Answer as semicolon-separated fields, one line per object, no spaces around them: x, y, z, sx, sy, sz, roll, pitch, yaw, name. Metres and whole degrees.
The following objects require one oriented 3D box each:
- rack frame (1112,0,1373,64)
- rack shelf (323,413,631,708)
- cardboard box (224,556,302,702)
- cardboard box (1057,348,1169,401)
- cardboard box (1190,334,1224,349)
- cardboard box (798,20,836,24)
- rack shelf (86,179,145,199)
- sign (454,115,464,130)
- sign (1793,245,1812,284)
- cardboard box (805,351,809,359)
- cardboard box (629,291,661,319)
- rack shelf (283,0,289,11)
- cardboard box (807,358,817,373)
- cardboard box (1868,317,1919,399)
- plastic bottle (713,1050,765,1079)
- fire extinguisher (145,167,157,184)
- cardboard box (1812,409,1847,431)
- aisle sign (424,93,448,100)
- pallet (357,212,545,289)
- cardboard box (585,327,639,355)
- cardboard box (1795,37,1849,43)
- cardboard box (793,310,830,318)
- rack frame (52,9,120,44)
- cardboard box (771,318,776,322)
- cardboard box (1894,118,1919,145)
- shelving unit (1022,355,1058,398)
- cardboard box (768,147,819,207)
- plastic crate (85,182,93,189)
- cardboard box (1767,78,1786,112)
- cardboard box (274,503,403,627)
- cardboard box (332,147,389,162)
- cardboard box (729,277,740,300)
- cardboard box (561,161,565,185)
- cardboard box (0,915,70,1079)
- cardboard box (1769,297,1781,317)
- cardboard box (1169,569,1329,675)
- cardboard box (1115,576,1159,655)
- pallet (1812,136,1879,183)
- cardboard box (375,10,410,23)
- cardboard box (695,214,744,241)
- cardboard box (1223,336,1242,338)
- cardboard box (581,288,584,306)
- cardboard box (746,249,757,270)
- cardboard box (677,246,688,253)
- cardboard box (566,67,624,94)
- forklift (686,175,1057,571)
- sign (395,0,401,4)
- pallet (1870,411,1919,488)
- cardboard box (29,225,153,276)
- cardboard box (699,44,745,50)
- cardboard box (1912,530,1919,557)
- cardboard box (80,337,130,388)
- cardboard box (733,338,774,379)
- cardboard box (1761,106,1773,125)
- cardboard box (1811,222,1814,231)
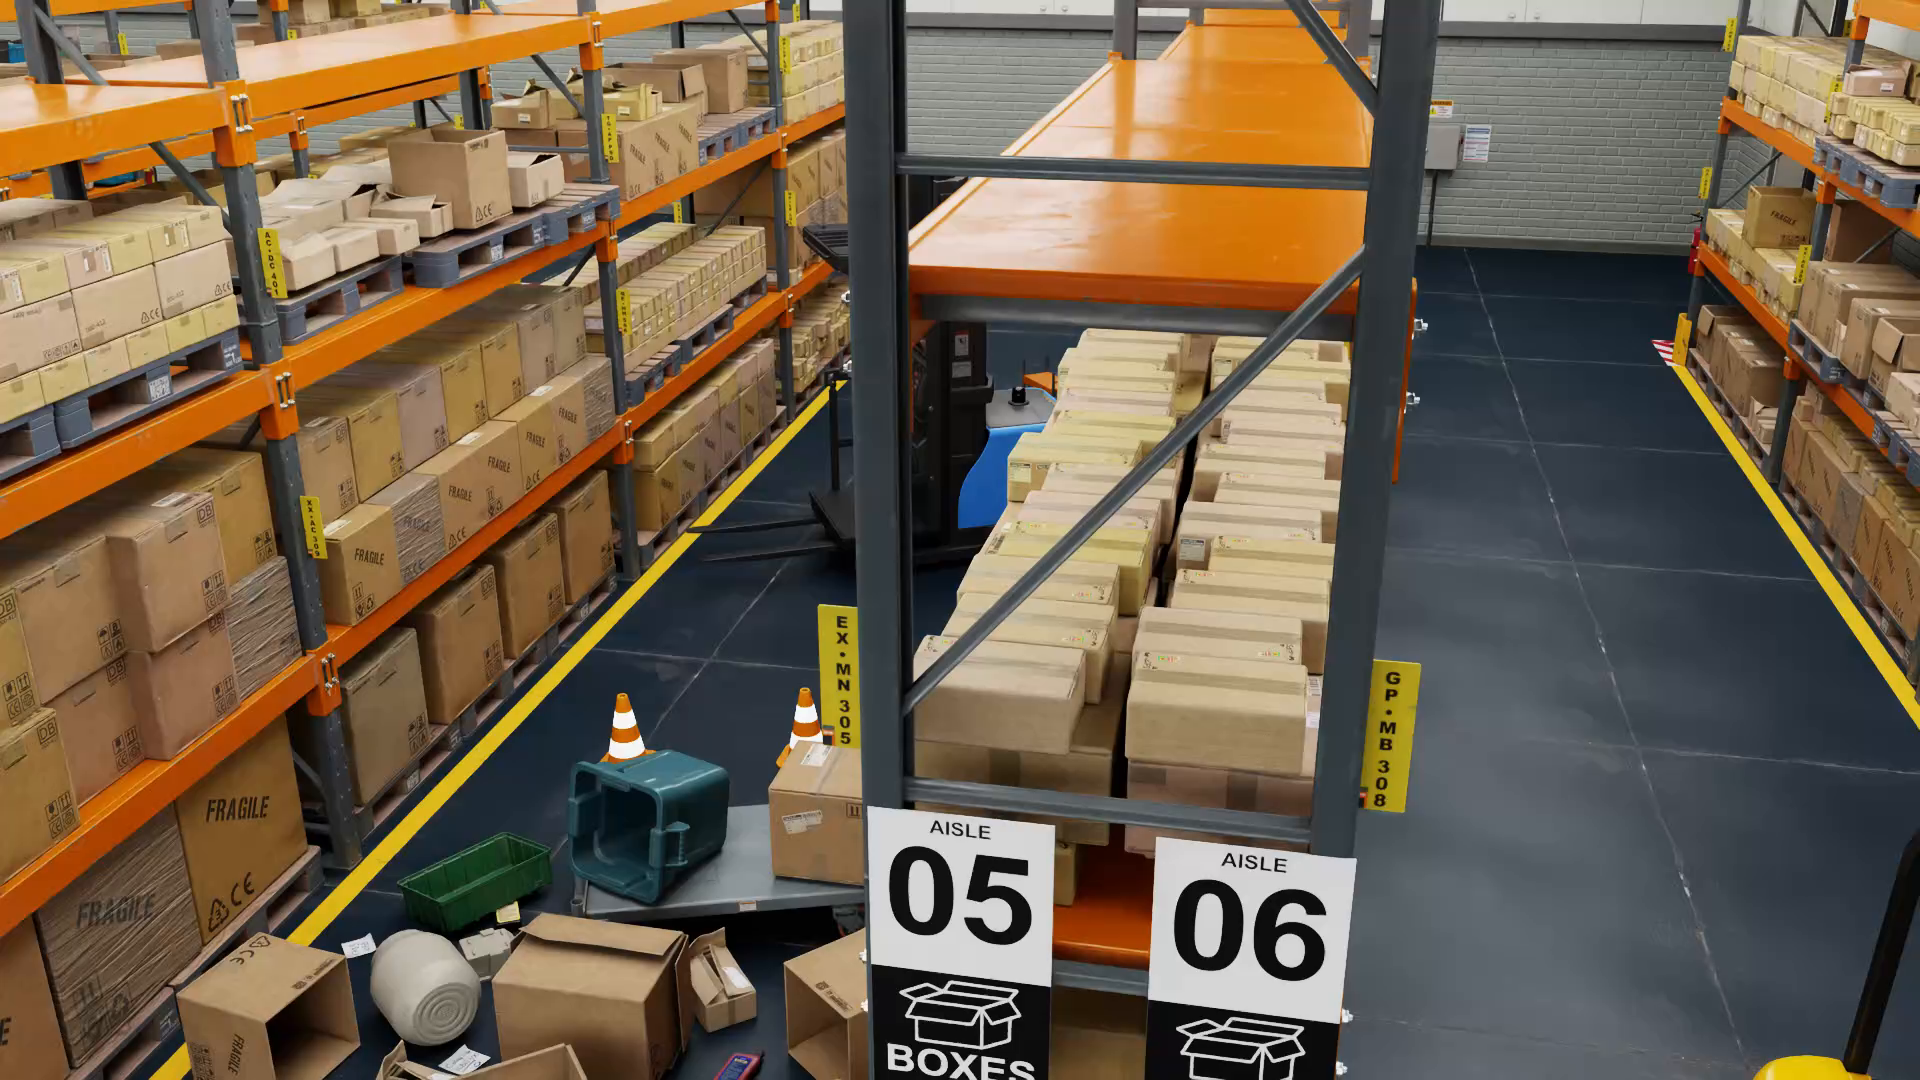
1.113;-2.107;6.570;1.000;3.000;0.127;4;22;11;rack frame
-3.345;-0.062;10.487;1.077;0.370;4.000;4;22;11;rack shelf
-3.817;0.402;8.171;0.875;0.550;0.550;4;22;11;cardboard box
0.563;-0.591;6.091;0.380;0.149;0.250;4;22;11;cardboard box
1.091;-1.066;7.638;0.500;0.250;0.500;4;22;10;cardboard box
-1.593;-5.691;18.482;0.380;0.149;0.250;4;22;10;cardboard box
-11.396;-3.781;19.719;1.077;0.370;4.000;4;22;11;rack shelf
-3.468;-2.801;11.616;0.100;0.325;0.005;4;22;11;sign
7.073;-2.313;13.953;0.100;0.325;0.005;4;22;11;sign
-1.755;-1.900;16.943;0.380;0.149;0.250;4;22;11;cardboard box
-2.546;-1.824;12.875;0.380;0.149;0.250;4;22;11;cardboard box
-6.547;-6.000;17.736;1.077;0.370;4.000;4;22;11;rack shelf
-1.678;-1.764;17.002;0.380;0.149;0.250;4;22;11;cardboard box
6.942;-1.264;11.807;0.797;0.503;0.637;4;22;10;cardboard box
-0.986;2.368;7.423;0.133;0.061;0.283;8;23;20;plastic bottle
-10.512;-4.658;21.536;0.296;0.674;0.183;4;22;11;fire extinguisher
7.291;-0.991;13.745;0.380;0.149;0.250;4;22;9;cardboard box
-6.418;-5.723;20.100;0.394;0.787;0.004;4;22;11;aisle sign
-3.242;-1.783;10.032;1.003;0.211;1.213;6;23;13;pallet
-2.642;-1.505;12.482;0.380;0.149;0.250;5;23;13;cardboard box
8.605;-4.844;16.514;0.500;0.250;0.500;4;22;9;cardboard box
-1.592;-2.331;17.615;0.380;0.149;0.250;4;22;9;cardboard box
-10.988;-7.629;20.280;1.000;3.000;0.127;4;22;11;rack frame
-2.152;-2.272;17.467;0.380;0.149;0.250;3;22;8;cardboard box
6.859;-2.884;11.755;0.380;0.149;0.250;5;22;11;cardboard box
0.748;-0.906;14.028;0.258;1.200;0.503;-11;24;-25;shelving unit
-1.699;-3.576;16.377;0.500;0.500;0.500;4;22;9;cardboard box
-10.977;-4.439;20.664;0.396;0.136;0.243;4;22;11;plastic crate
7.781;-4.090;15.311;0.500;0.250;0.500;4;22;10;cardboard box
-3.382;0.117;8.944;0.500;0.500;0.500;5;22;12;cardboard box
-6.398;-3.948;17.969;0.500;0.500;0.500;4;22;9;cardboard box
-2.164;-2.231;14.682;0.380;0.149;0.250;3;22;8;cardboard box
-2.844;-2.416;10.969;0.380;0.166;0.250;4;22;11;cardboard box
-4.318;2.014;6.650;0.875;0.875;0.875;4;22;10;cardboard box
7.485;-2.086;14.885;0.380;0.149;0.250;5;22;12;cardboard box
0.717;0.199;4.127;0.380;0.149;0.250;4;22;11;cardboard box
0.255;0.288;4.440;0.500;0.250;0.500;4;22;10;cardboard box
7.404;-2.944;12.915;1.213;0.211;1.003;4;22;11;pallet
-6.484;-5.564;18.338;0.700;0.500;0.500;3;22;7;cardboard box
-2.298;-2.973;16.219;0.500;0.500;0.500;4;22;11;cardboard box
1.263;-0.836;6.699;0.380;0.149;0.250;5;22;12;cardboard box
-3.179;-1.883;13.023;0.380;0.149;0.250;5;23;13;cardboard box
-2.061;-2.550;15.075;0.380;0.149;0.250;5;22;11;cardboard box
-2.702;-2.603;15.207;0.380;0.149;0.250;4;22;10;cardboard box
-2.866;-3.560;13.035;0.396;0.266;0.258;4;22;11;cardboard box
-0.600;-1.287;12.657;3.031;2.935;1.130;-7;23;-17;forklift
-6.681;-6.346;19.836;0.100;0.325;0.005;4;22;11;sign
6.859;-0.574;11.052;1.213;0.211;1.003;4;22;11;pallet
-3.619;-1.208;6.927;0.380;0.149;0.250;4;22;11;cardboard box
-2.272;-4.654;15.908;0.380;0.149;0.250;4;22;11;cardboard box
6.643;0.054;11.151;0.380;0.149;0.250;3;22;8;cardboard box
-3.669;-0.743;6.838;0.380;0.149;0.250;5;22;11;cardboard box
-2.025;-1.682;15.325;0.500;0.250;0.500;4;22;9;cardboard box
7.722;-3.959;15.519;0.380;0.149;0.250;5;22;11;cardboard box
8.482;-3.027;16.688;0.500;0.250;0.500;5;22;11;cardboard box
